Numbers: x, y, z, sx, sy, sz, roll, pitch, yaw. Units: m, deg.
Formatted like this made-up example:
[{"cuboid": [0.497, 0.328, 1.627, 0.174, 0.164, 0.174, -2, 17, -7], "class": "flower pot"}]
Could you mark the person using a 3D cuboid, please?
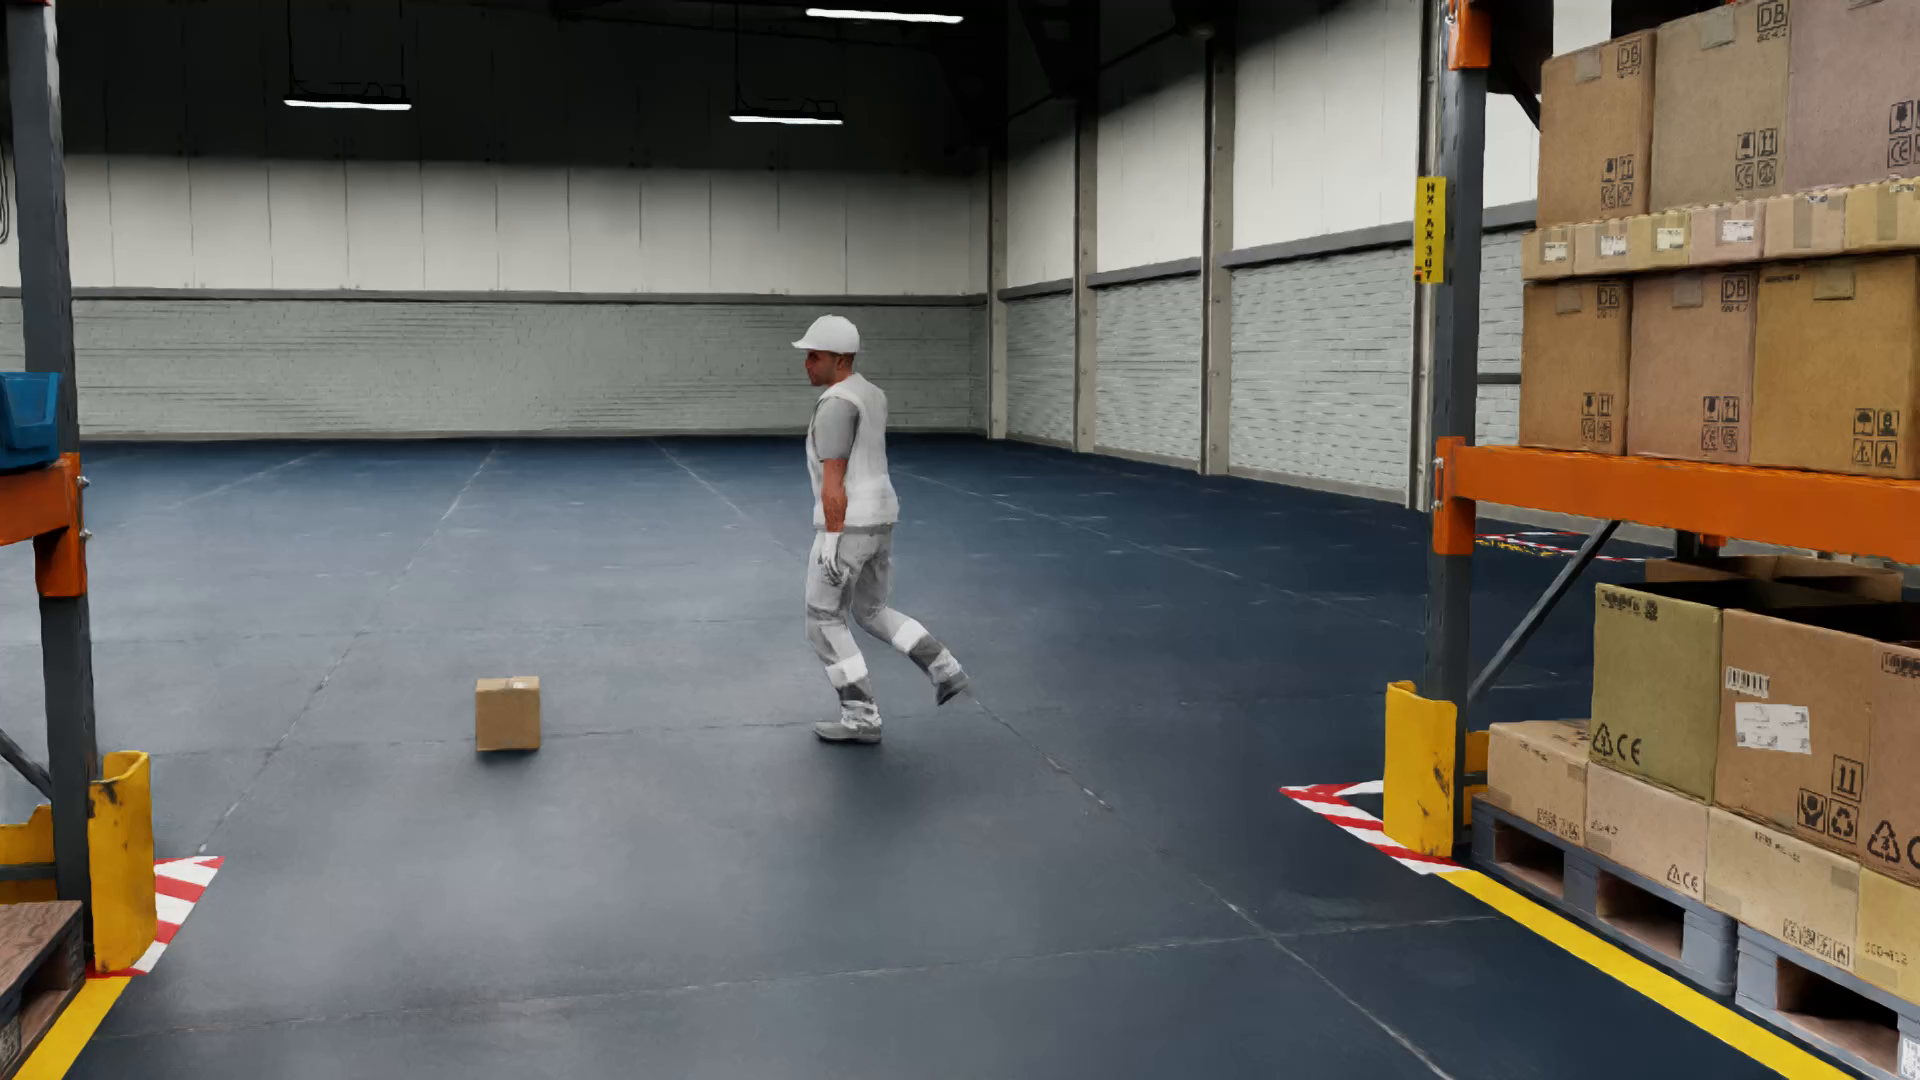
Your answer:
[{"cuboid": [-0.315, -0.051, 6.880, 0.649, 1.741, 0.692, 2, 6, 21], "class": "person"}]
